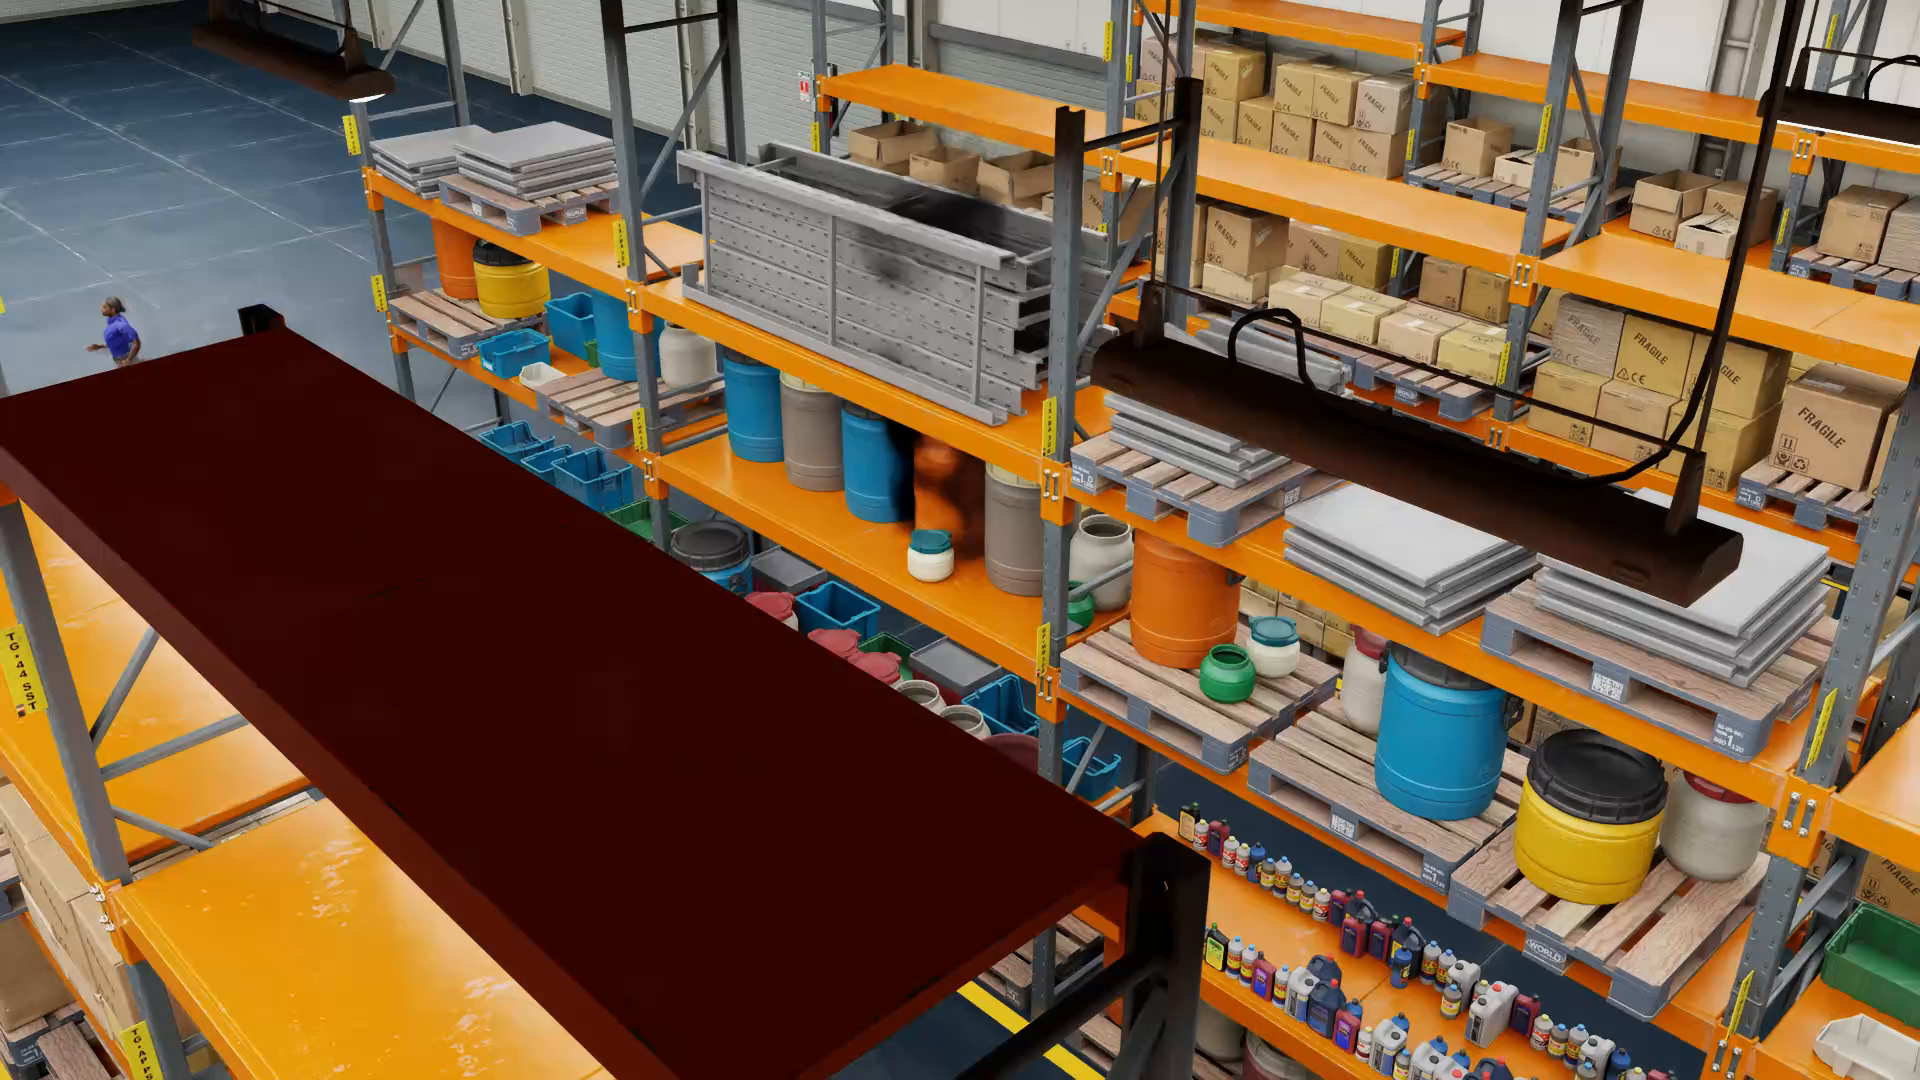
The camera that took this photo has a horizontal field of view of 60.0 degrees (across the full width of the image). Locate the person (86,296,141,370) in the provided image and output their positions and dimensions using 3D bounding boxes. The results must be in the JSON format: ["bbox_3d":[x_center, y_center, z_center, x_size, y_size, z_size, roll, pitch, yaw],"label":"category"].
[{"bbox_3d":[-9.494,-1.964,18.793,0.611,1.622,0.554,-13,31,-22],"label":"person"}]
